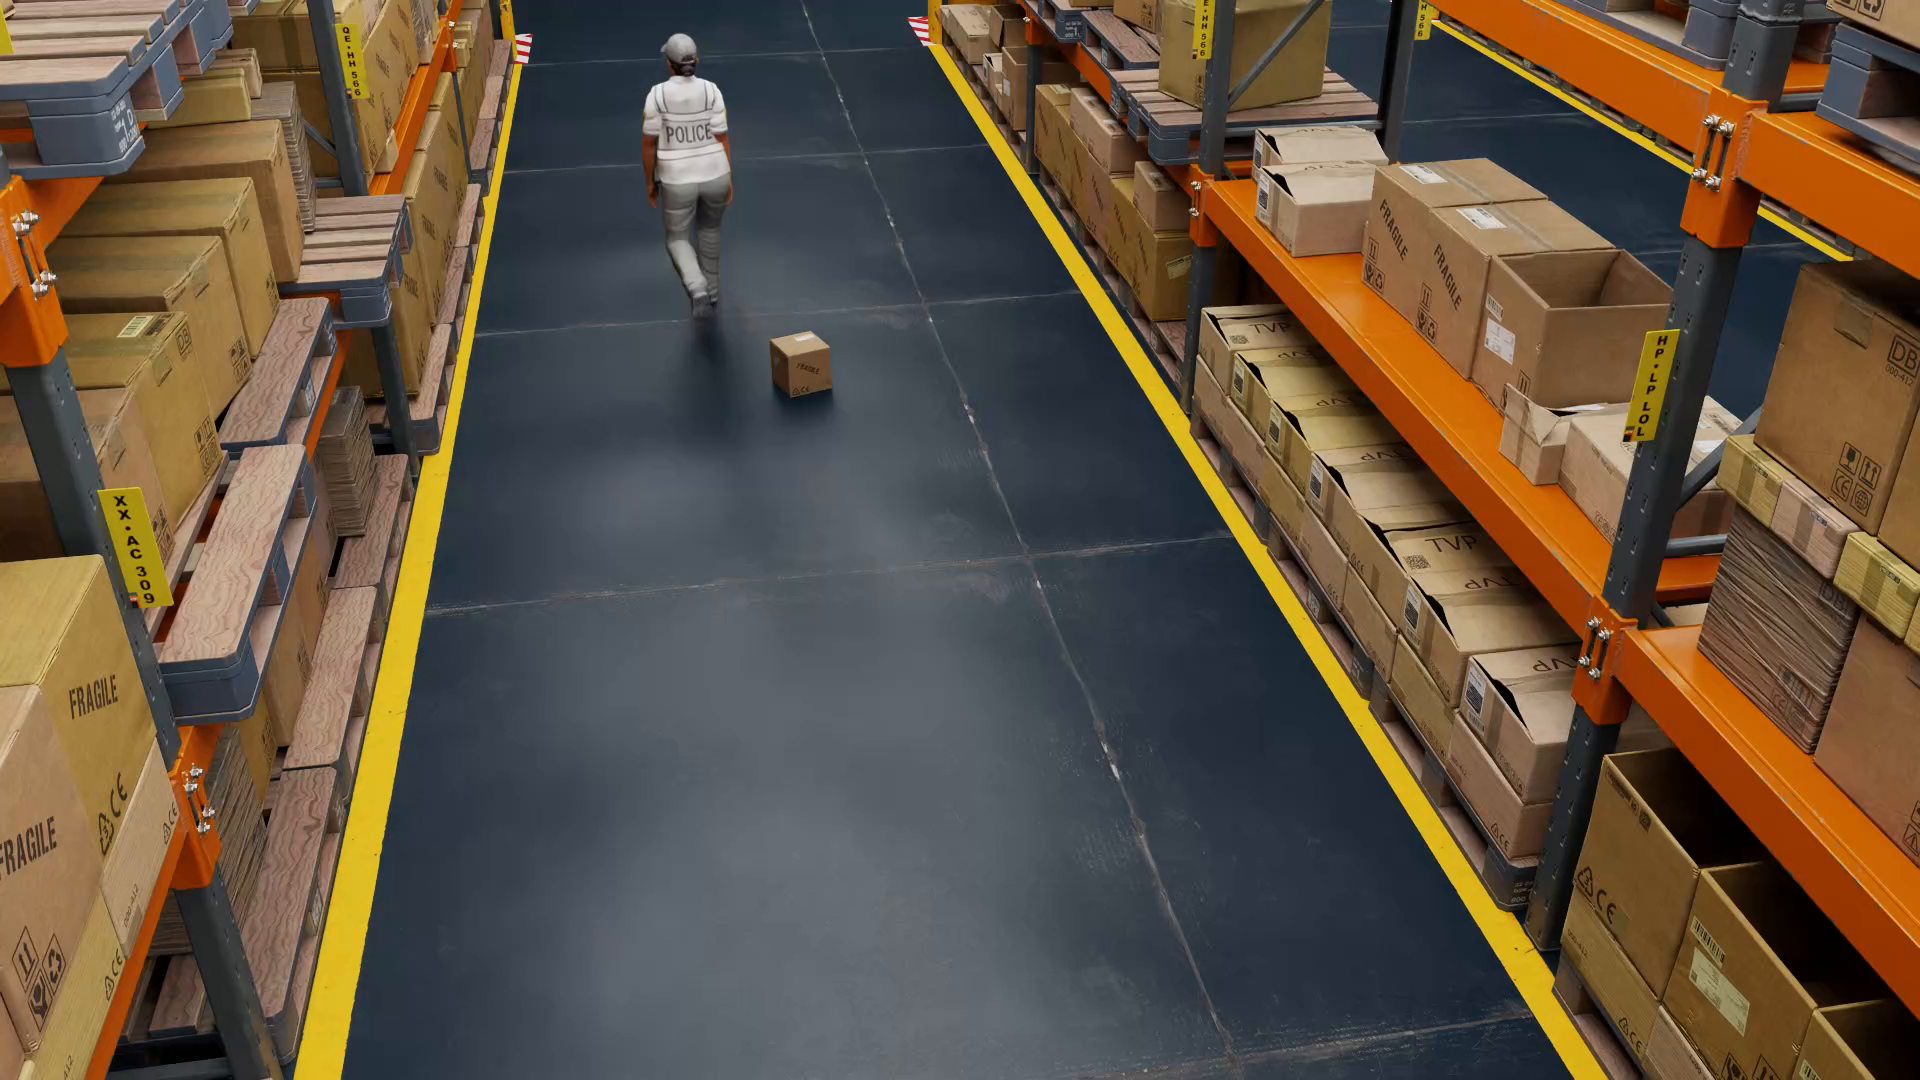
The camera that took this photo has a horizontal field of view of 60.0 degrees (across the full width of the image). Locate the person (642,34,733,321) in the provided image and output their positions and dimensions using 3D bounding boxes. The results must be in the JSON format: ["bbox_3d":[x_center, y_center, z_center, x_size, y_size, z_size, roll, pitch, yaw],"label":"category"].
[{"bbox_3d":[-1.551,-2.064,9.562,0.499,1.626,0.832,-10,32,-16],"label":"person"}]
